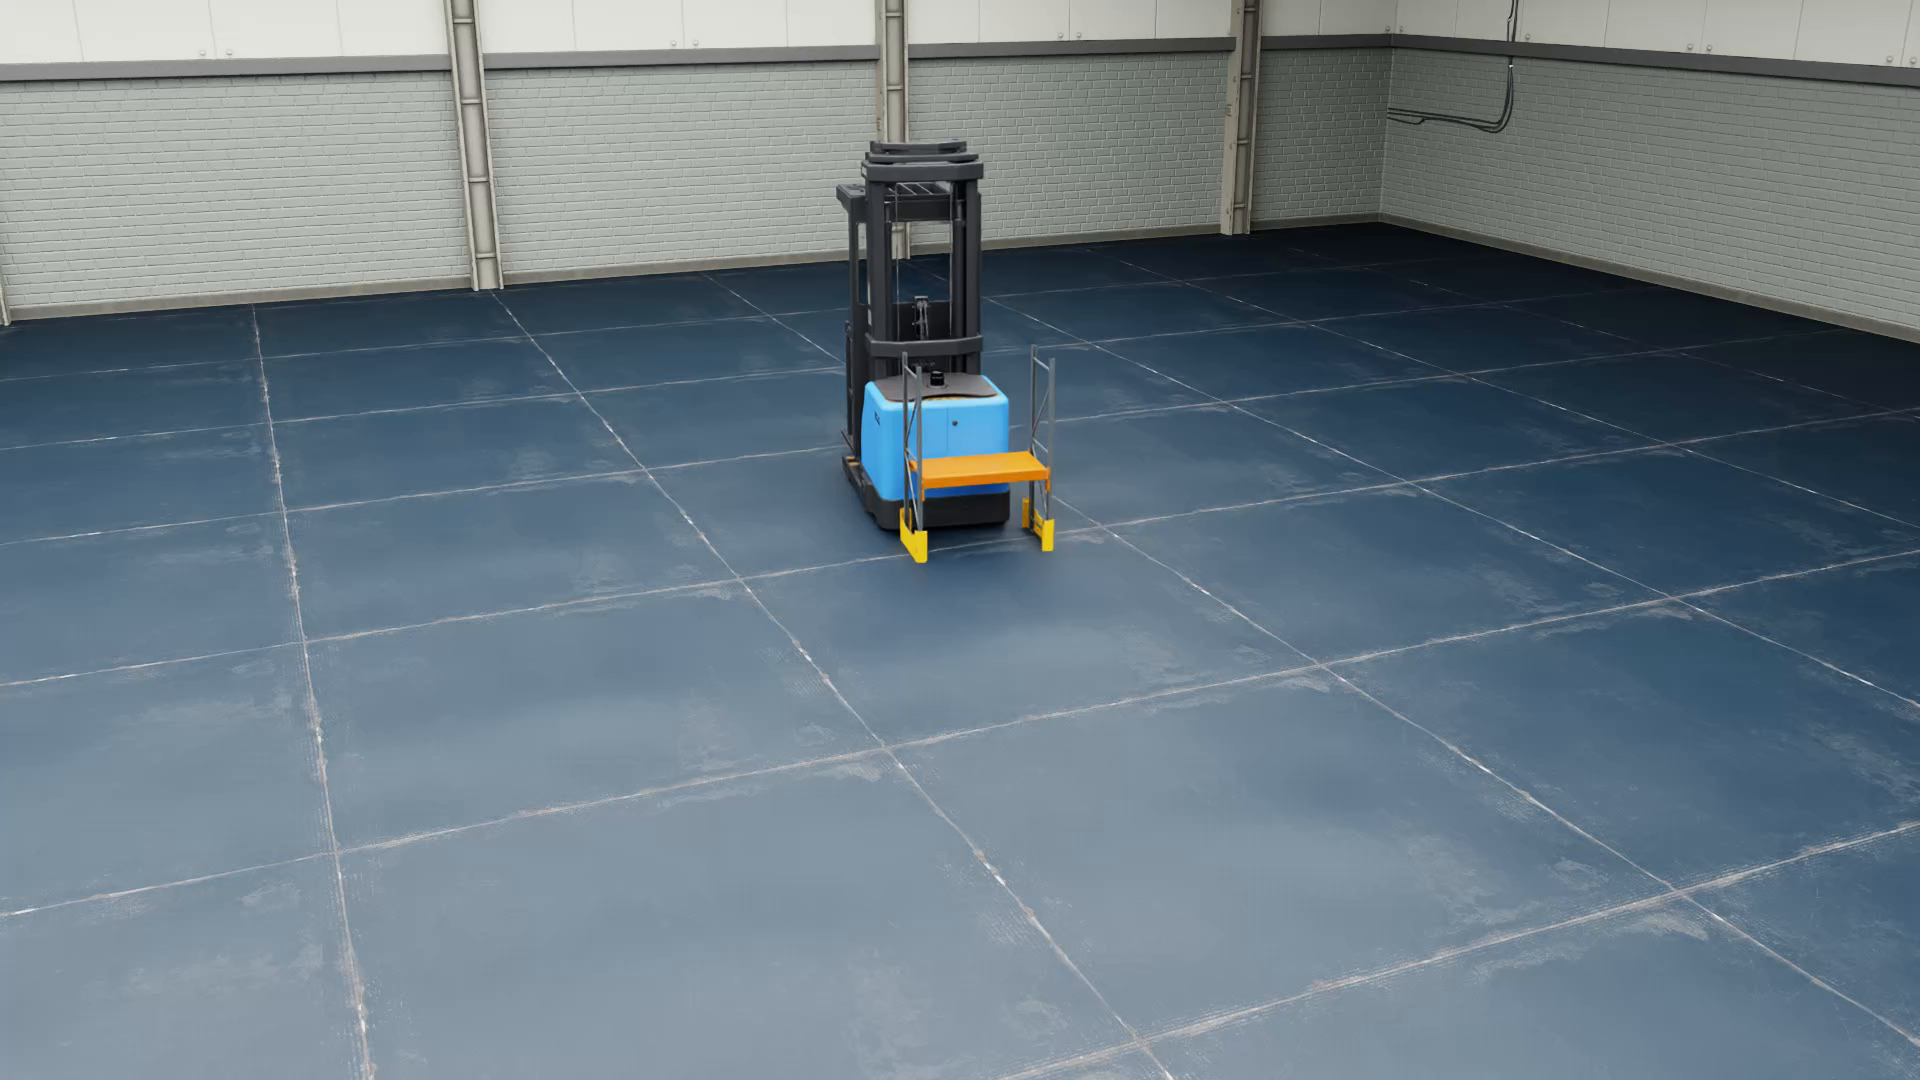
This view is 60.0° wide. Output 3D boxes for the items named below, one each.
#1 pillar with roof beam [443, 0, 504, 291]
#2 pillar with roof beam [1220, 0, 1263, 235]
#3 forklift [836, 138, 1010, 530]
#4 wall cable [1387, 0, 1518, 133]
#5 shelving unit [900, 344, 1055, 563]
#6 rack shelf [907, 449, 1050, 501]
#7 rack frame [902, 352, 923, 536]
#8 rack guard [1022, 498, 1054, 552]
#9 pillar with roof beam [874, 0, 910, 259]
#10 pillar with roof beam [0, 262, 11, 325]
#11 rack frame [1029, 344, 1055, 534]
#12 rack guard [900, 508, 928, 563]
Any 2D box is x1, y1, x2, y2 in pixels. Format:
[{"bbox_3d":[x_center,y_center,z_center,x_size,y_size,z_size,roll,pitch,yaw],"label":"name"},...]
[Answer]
[{"bbox_3d":[-4.794,-6.402,17.655,0.400,9.000,9.100,-8,21,-22],"label":"pillar with roof beam"},{"bbox_3d":[6.224,-7.981,22.138,0.400,9.000,9.100,-8,21,-22],"label":"pillar with roof beam"},{"bbox_3d":[-0.421,-1.917,14.054,1.130,2.935,3.031,-4,20,-12],"label":"forklift"},{"bbox_3d":[7.748,-7.813,26.338,0.112,2.526,3.097,-8,21,-22],"label":"wall cable"},{"bbox_3d":[0.126,-0.669,12.664,1.083,1.500,0.587,-5,20,-14],"label":"shelving unit"},{"bbox_3d":[0.135,-0.500,12.726,1.000,0.185,0.538,-5,20,-14],"label":"rack shelf"},{"bbox_3d":[-0.357,-0.627,12.543,0.032,1.500,0.500,-5,20,-14],"label":"rack frame"},{"bbox_3d":[0.607,-0.122,12.992,0.087,0.250,0.587,-5,20,-14],"label":"rack guard"},{"bbox_3d":[0.715,-7.191,19.897,0.400,9.000,9.100,-8,21,-22],"label":"pillar with roof beam"},{"bbox_3d":[-10.303,-5.613,15.413,0.400,9.000,9.100,-8,21,-22],"label":"pillar with roof beam"},{"bbox_3d":[0.626,-0.713,12.789,0.032,1.500,0.500,-5,20,-14],"label":"rack frame"},{"bbox_3d":[-0.355,-0.037,12.751,0.087,0.250,0.587,-5,20,-14],"label":"rack guard"}]
